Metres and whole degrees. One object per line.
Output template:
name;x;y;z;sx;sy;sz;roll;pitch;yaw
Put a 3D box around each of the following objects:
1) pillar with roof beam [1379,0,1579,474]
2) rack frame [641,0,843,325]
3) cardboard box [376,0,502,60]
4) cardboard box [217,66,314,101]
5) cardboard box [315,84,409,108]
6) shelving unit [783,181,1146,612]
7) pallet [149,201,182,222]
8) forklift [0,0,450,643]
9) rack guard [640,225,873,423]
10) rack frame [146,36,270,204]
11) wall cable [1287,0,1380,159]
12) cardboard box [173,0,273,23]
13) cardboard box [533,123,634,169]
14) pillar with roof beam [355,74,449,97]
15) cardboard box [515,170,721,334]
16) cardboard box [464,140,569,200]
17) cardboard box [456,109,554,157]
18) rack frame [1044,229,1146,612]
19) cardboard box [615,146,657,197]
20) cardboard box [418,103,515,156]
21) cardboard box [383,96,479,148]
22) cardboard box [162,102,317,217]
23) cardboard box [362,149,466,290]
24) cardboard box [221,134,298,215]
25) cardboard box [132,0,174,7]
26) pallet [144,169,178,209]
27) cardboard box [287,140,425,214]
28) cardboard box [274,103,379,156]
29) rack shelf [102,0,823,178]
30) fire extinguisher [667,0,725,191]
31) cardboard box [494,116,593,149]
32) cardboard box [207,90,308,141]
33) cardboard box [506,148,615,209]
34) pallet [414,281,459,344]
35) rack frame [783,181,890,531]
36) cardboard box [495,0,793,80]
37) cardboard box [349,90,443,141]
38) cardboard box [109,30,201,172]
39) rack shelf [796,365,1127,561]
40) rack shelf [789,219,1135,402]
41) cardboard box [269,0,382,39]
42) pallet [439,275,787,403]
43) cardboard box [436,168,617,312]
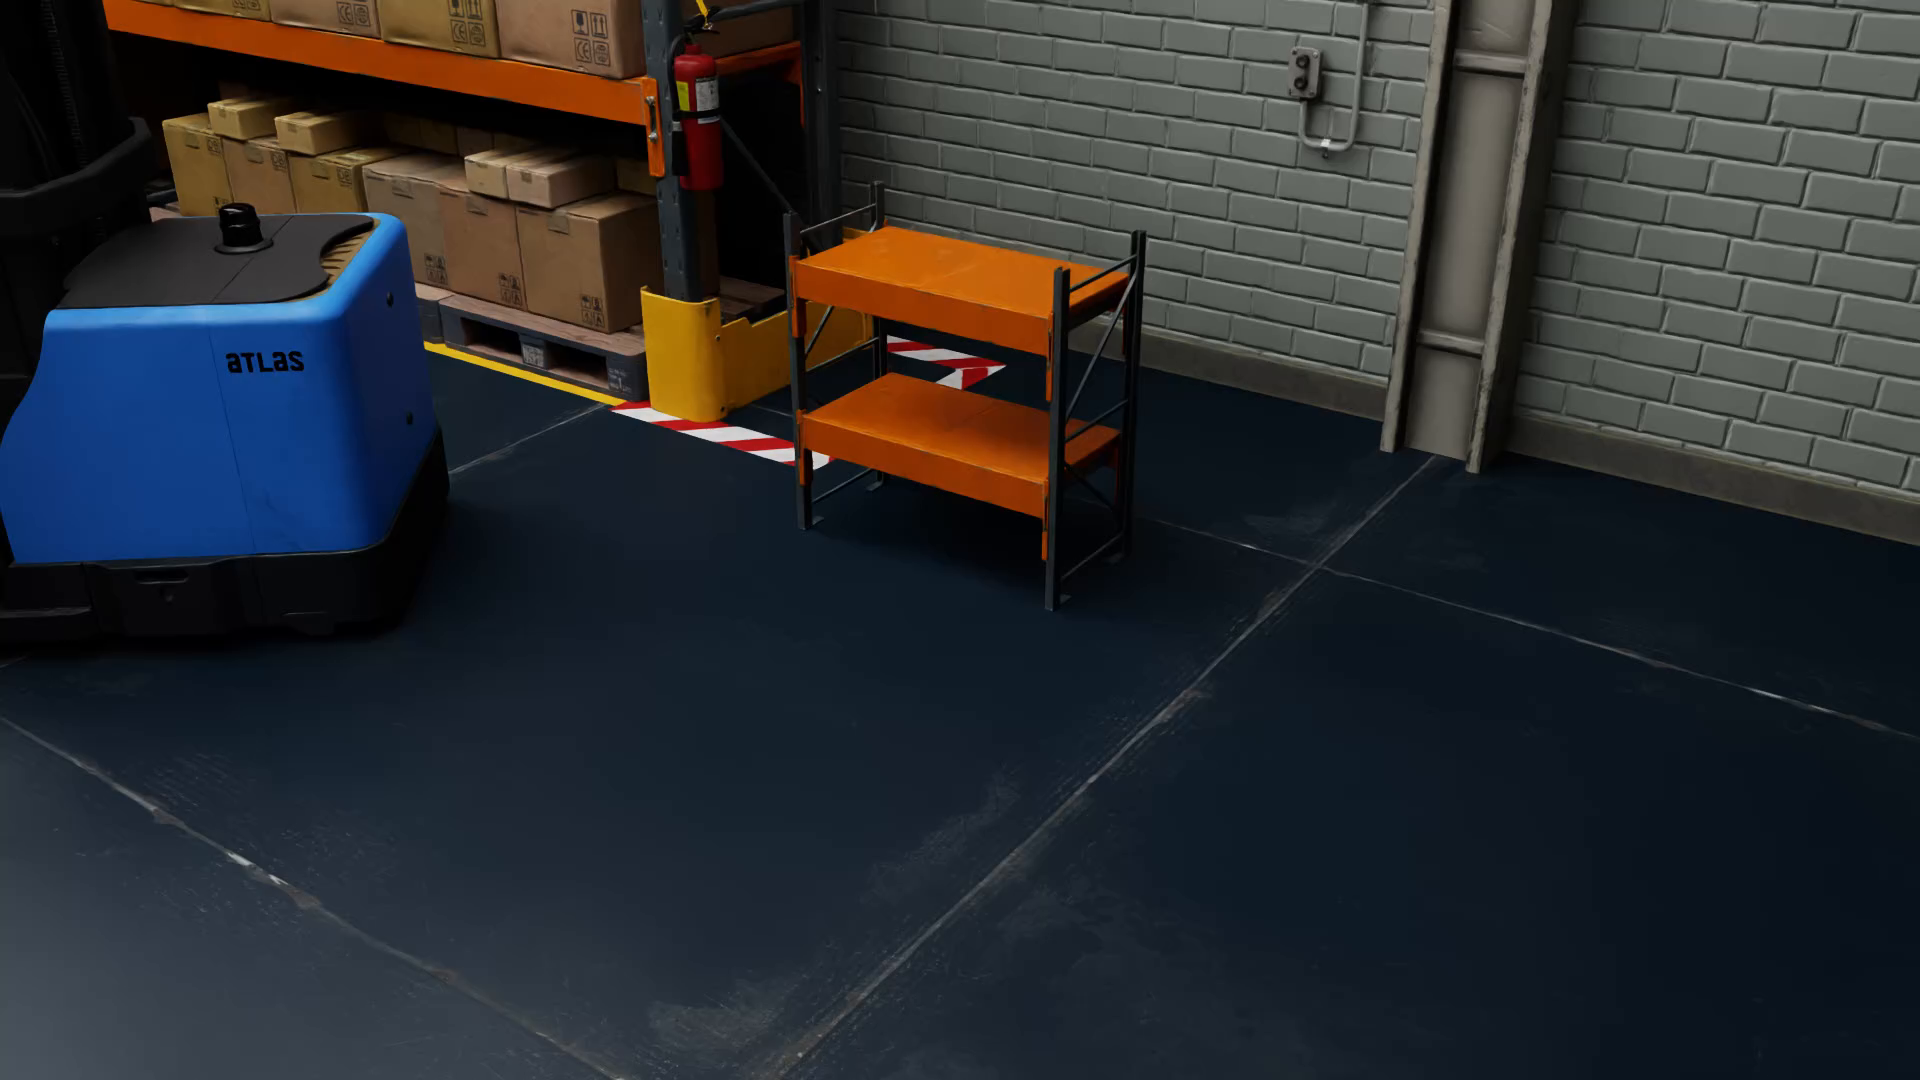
pillar with roof beam;-0.565;-2.757;1.245;0.400;9.000;9.100;17;32;30
rack frame;-0.843;-2.062;6.495;0.127;3.000;1.000;17;32;30
cardboard box;-1.875;-2.506;7.036;0.700;0.700;0.980;17;32;30
cardboard box;-3.589;-2.333;8.604;0.250;0.149;0.380;17;32;30
cardboard box;-2.936;-2.131;8.208;0.250;0.149;0.380;16;31;29
shelving unit;0.006;-0.500;5.491;1.048;1.125;0.538;17;32;30
pallet;-3.558;-1.622;8.705;1.213;0.211;1.003;17;32;30
forklift;-3.294;-1.170;4.817;3.031;2.935;1.130;-2;27;-5
rack guard;-0.823;-0.942;7.050;0.348;0.500;1.175;17;32;30
rack frame;-4.140;-3.089;8.513;0.127;3.000;1.000;17;32;30
wall cable;0.748;-2.540;6.313;1.851;1.984;0.084;17;32;30
cardboard box;-3.104;-2.888;7.787;0.700;0.700;0.980;16;31;29
cardboard box;-1.679;-1.739;7.438;0.250;0.149;0.380;17;32;30
pillar with roof beam;-5.511;-4.297;4.272;0.400;9.000;9.100;17;32;30
cardboard box;-1.477;-1.278;7.247;0.500;0.500;0.700;17;32;30
cardboard box;-1.897;-1.597;7.159;0.250;0.149;0.380;18;32;32
cardboard box;-2.095;-1.869;7.693;0.250;0.149;0.380;18;32;31
rack frame;0.425;-0.369;5.235;0.032;1.125;0.500;17;32;30
cardboard box;-1.260;-1.610;7.183;0.250;0.149;0.380;18;32;31
cardboard box;-2.307;-1.934;7.822;0.250;0.149;0.380;18;32;31
cardboard box;-2.515;-2.000;7.950;0.250;0.149;0.380;17;31;29
cardboard box;-3.582;-1.932;8.533;0.500;0.500;0.700;18;32;31
cardboard box;-2.304;-1.535;7.752;0.500;0.500;0.700;16;31;29
cardboard box;-3.170;-1.802;8.277;0.500;0.500;0.700;17;32;30
cardboard box;-3.702;-3.078;8.160;0.700;0.700;0.980;18;32;31
pallet;-4.819;-2.017;9.480;1.213;0.211;1.003;17;32;30
cardboard box;-2.748;-1.669;8.016;0.500;0.500;0.700;18;32;31
cardboard box;-2.973;-1.931;7.815;0.250;0.149;0.380;16;31;29
rack shelf;-2.492;-2.255;7.667;4.000;0.370;1.077;17;32;30
fire extinguisher;-0.980;-1.650;6.182;0.183;0.674;0.296;17;32;30
cardboard box;-1.885;-1.804;7.565;0.250;0.149;0.380;18;32;31
cardboard box;-3.403;-2.065;8.079;0.250;0.149;0.380;19;32;32
cardboard box;-1.686;-1.532;7.030;0.250;0.149;0.380;17;31;30
pallet;-2.548;-1.309;8.090;1.213;0.211;1.003;17;32;30
rack frame;-0.413;-0.630;5.748;0.032;1.125;0.500;17;32;30
cardboard box;-1.269;-2.323;6.677;0.700;0.700;0.980;19;33;33
cardboard box;-2.728;-2.066;8.079;0.250;0.149;0.380;18;32;31
cardboard box;-4.750;-2.437;9.138;0.750;0.750;0.750;18;32;31
rack shelf;0.006;-0.282;5.602;1.000;0.278;0.538;17;32;30
rack shelf;0.006;-0.760;5.359;1.000;0.278;0.538;17;32;30
cardboard box;-2.498;-2.705;7.427;0.700;0.700;0.980;16;31;28
pallet;-1.547;-0.996;7.474;1.213;0.211;1.003;17;32;30
cardboard box;-1.889;-1.406;7.499;0.500;0.500;0.700;17;32;30
